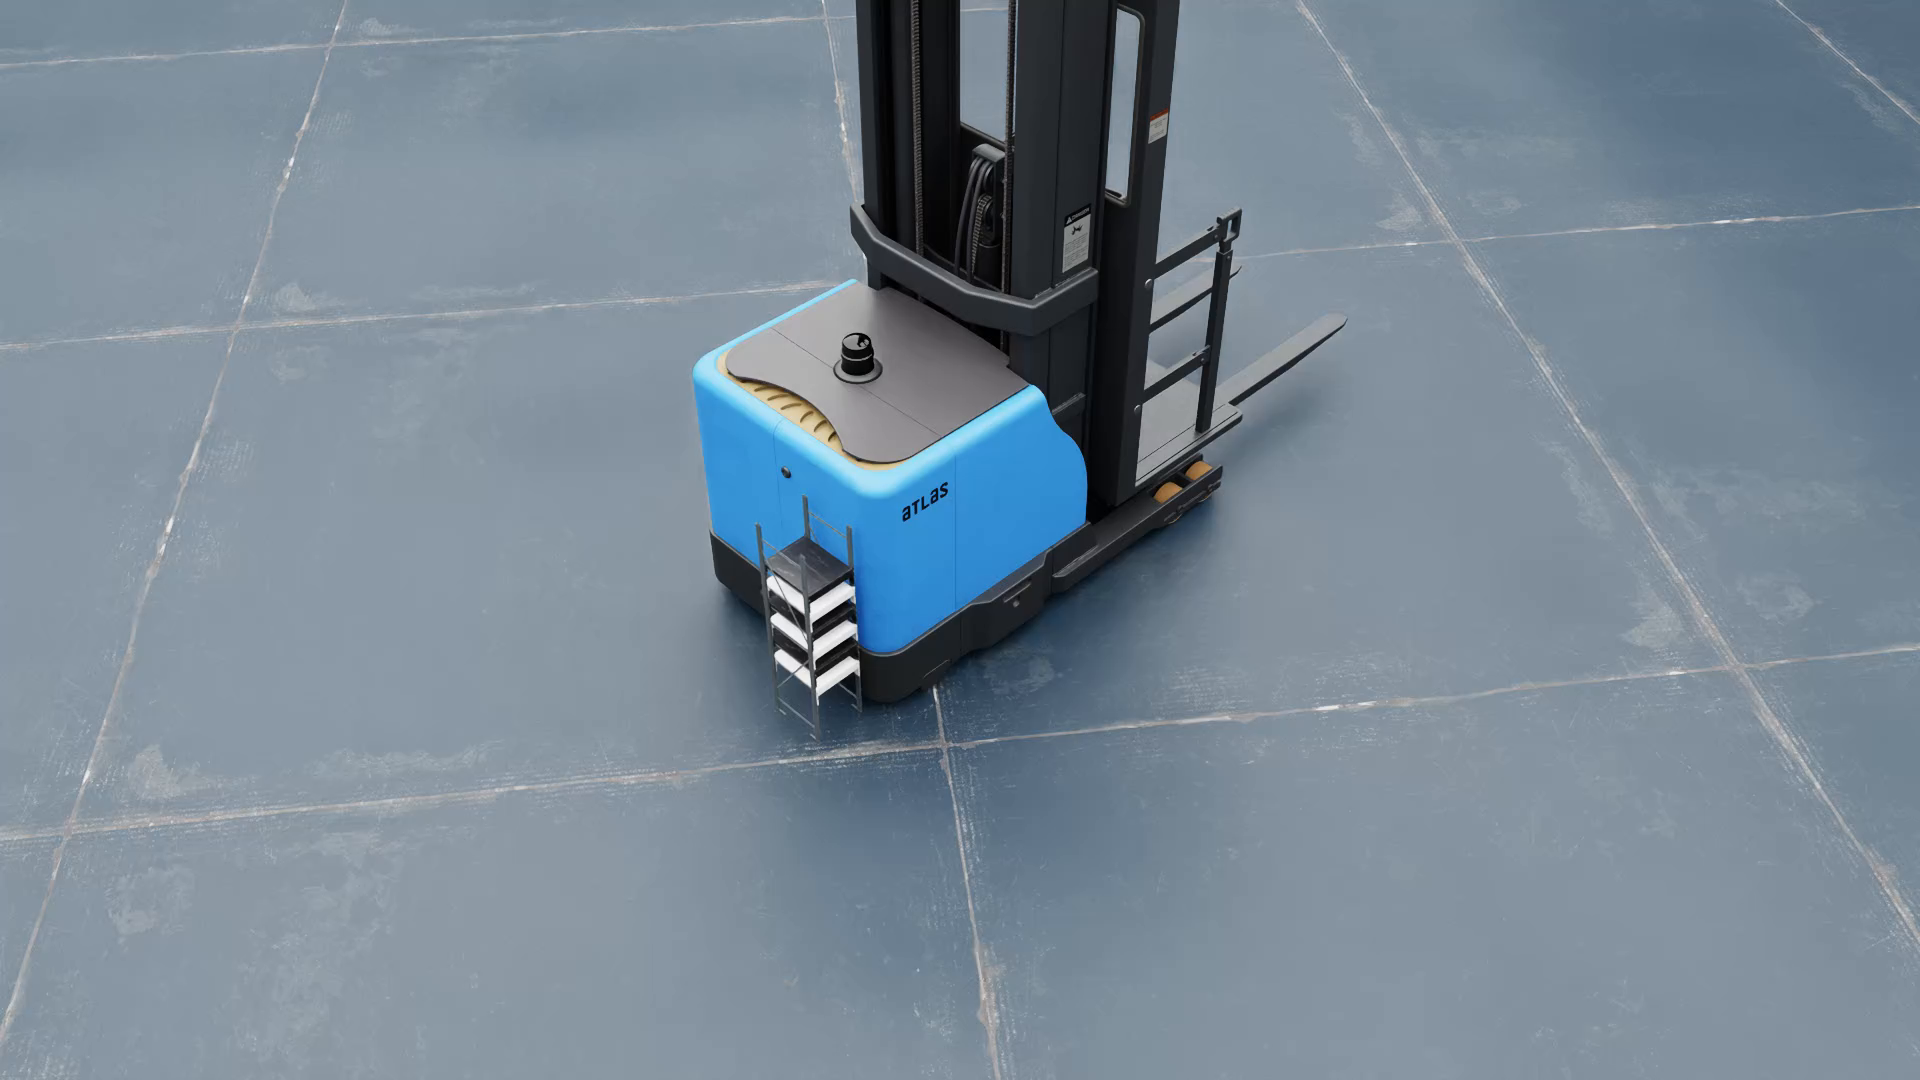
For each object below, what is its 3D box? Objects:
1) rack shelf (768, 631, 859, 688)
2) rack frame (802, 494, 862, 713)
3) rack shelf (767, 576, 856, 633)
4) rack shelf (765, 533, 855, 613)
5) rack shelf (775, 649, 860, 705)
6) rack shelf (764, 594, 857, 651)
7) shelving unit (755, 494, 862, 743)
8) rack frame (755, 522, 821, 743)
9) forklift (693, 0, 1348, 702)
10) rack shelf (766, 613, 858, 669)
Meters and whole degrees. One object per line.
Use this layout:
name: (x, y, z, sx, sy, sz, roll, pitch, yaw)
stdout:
rack shelf: (-0.514, 0.377, 5.844, 0.258, 0.077, 0.200, 34, 52, 32)
rack frame: (-0.443, 0.237, 5.815, 0.240, 0.900, 0.006, 34, 52, 32)
rack shelf: (-0.514, 0.177, 5.663, 0.258, 0.077, 0.200, 34, 52, 32)
rack shelf: (-0.514, 0.110, 5.603, 0.258, 0.077, 0.200, 34, 52, 32)
rack shelf: (-0.514, 0.444, 5.904, 0.258, 0.077, 0.200, 34, 52, 32)
rack shelf: (-0.514, 0.244, 5.724, 0.258, 0.077, 0.200, 34, 52, 32)
shelving unit: (-0.514, 0.286, 5.761, 0.258, 0.900, 0.210, 34, 52, 32)
rack frame: (-0.586, 0.334, 5.708, 0.240, 0.900, 0.006, 34, 52, 32)
forklift: (0.445, -1.380, 6.092, 3.031, 2.935, 1.130, -33, 52, -31)
rack shelf: (-0.514, 0.310, 5.784, 0.258, 0.077, 0.200, 34, 52, 32)
